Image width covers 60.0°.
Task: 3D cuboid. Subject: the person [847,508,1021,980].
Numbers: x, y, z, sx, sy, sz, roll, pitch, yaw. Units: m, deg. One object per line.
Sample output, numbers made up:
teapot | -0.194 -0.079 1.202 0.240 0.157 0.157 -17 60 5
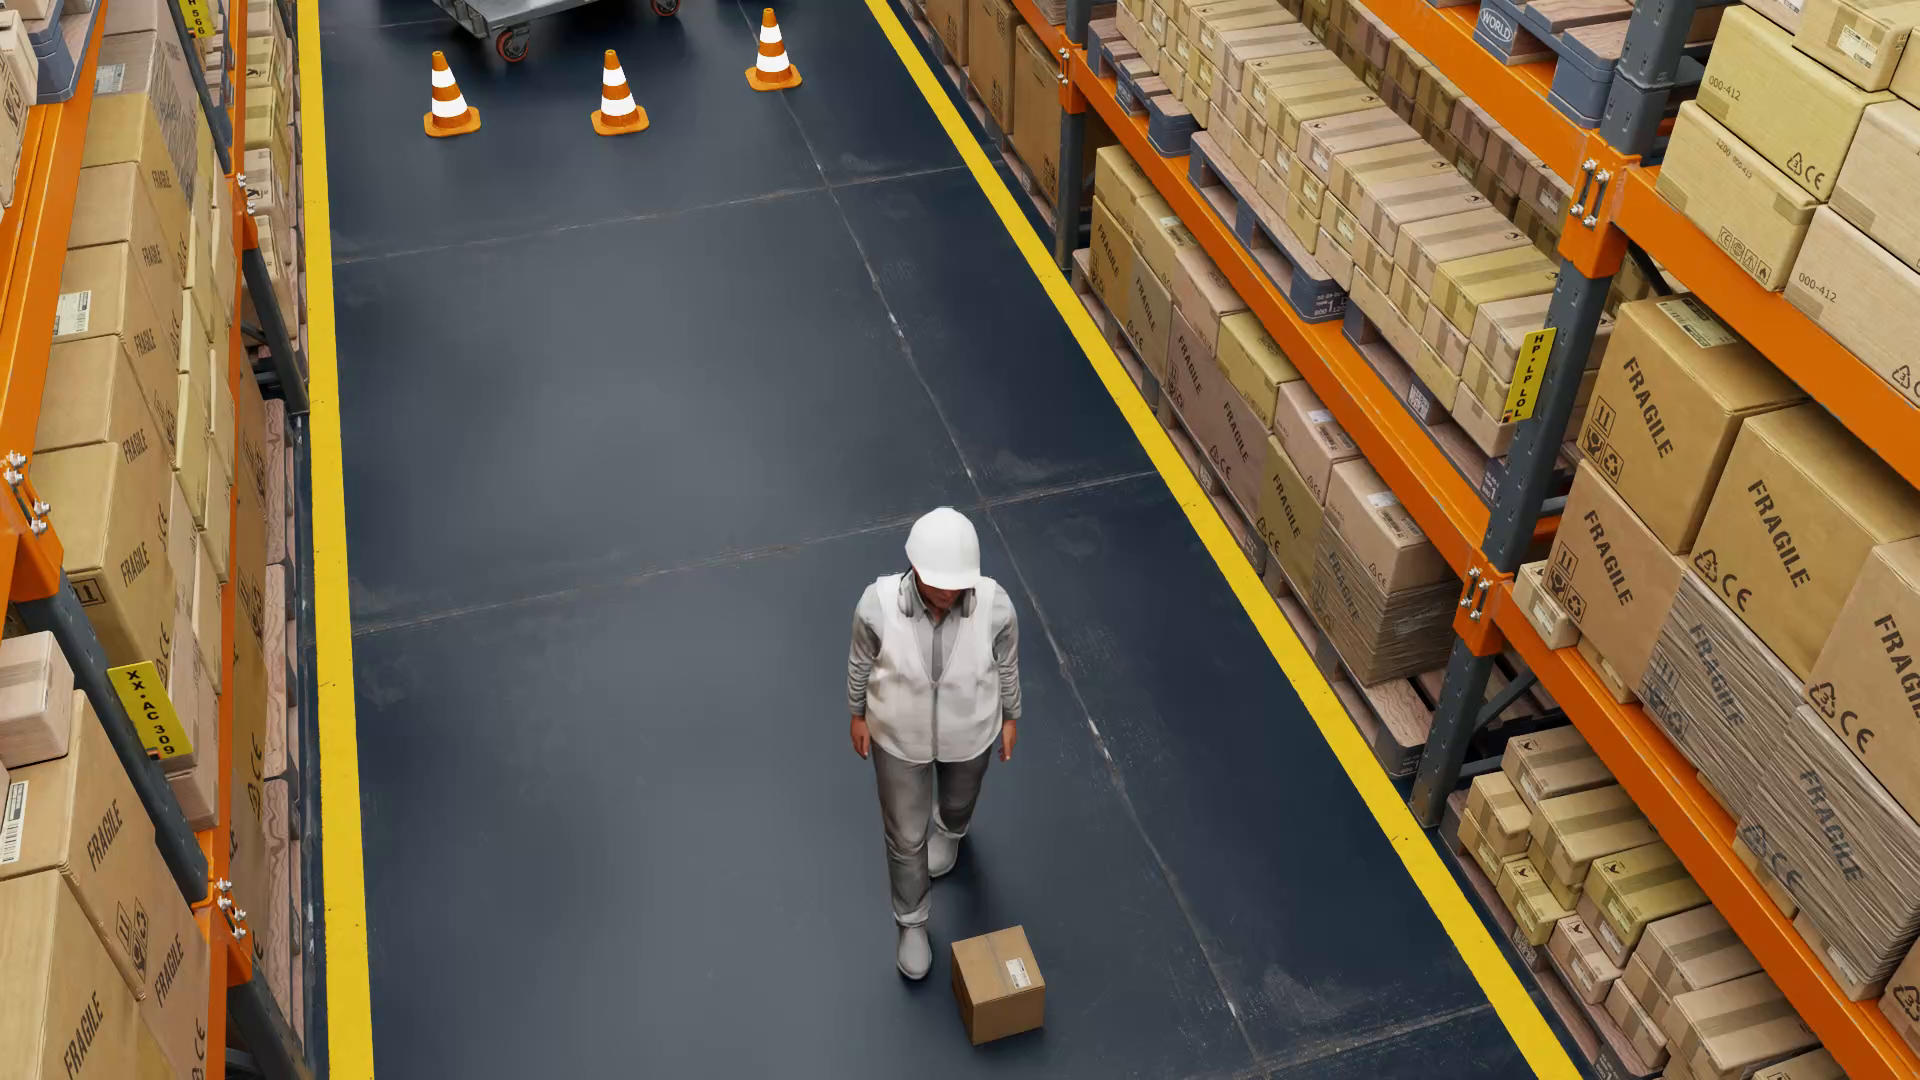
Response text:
person | -0.078 0.644 5.427 0.572 1.763 0.743 -2 42 -3
